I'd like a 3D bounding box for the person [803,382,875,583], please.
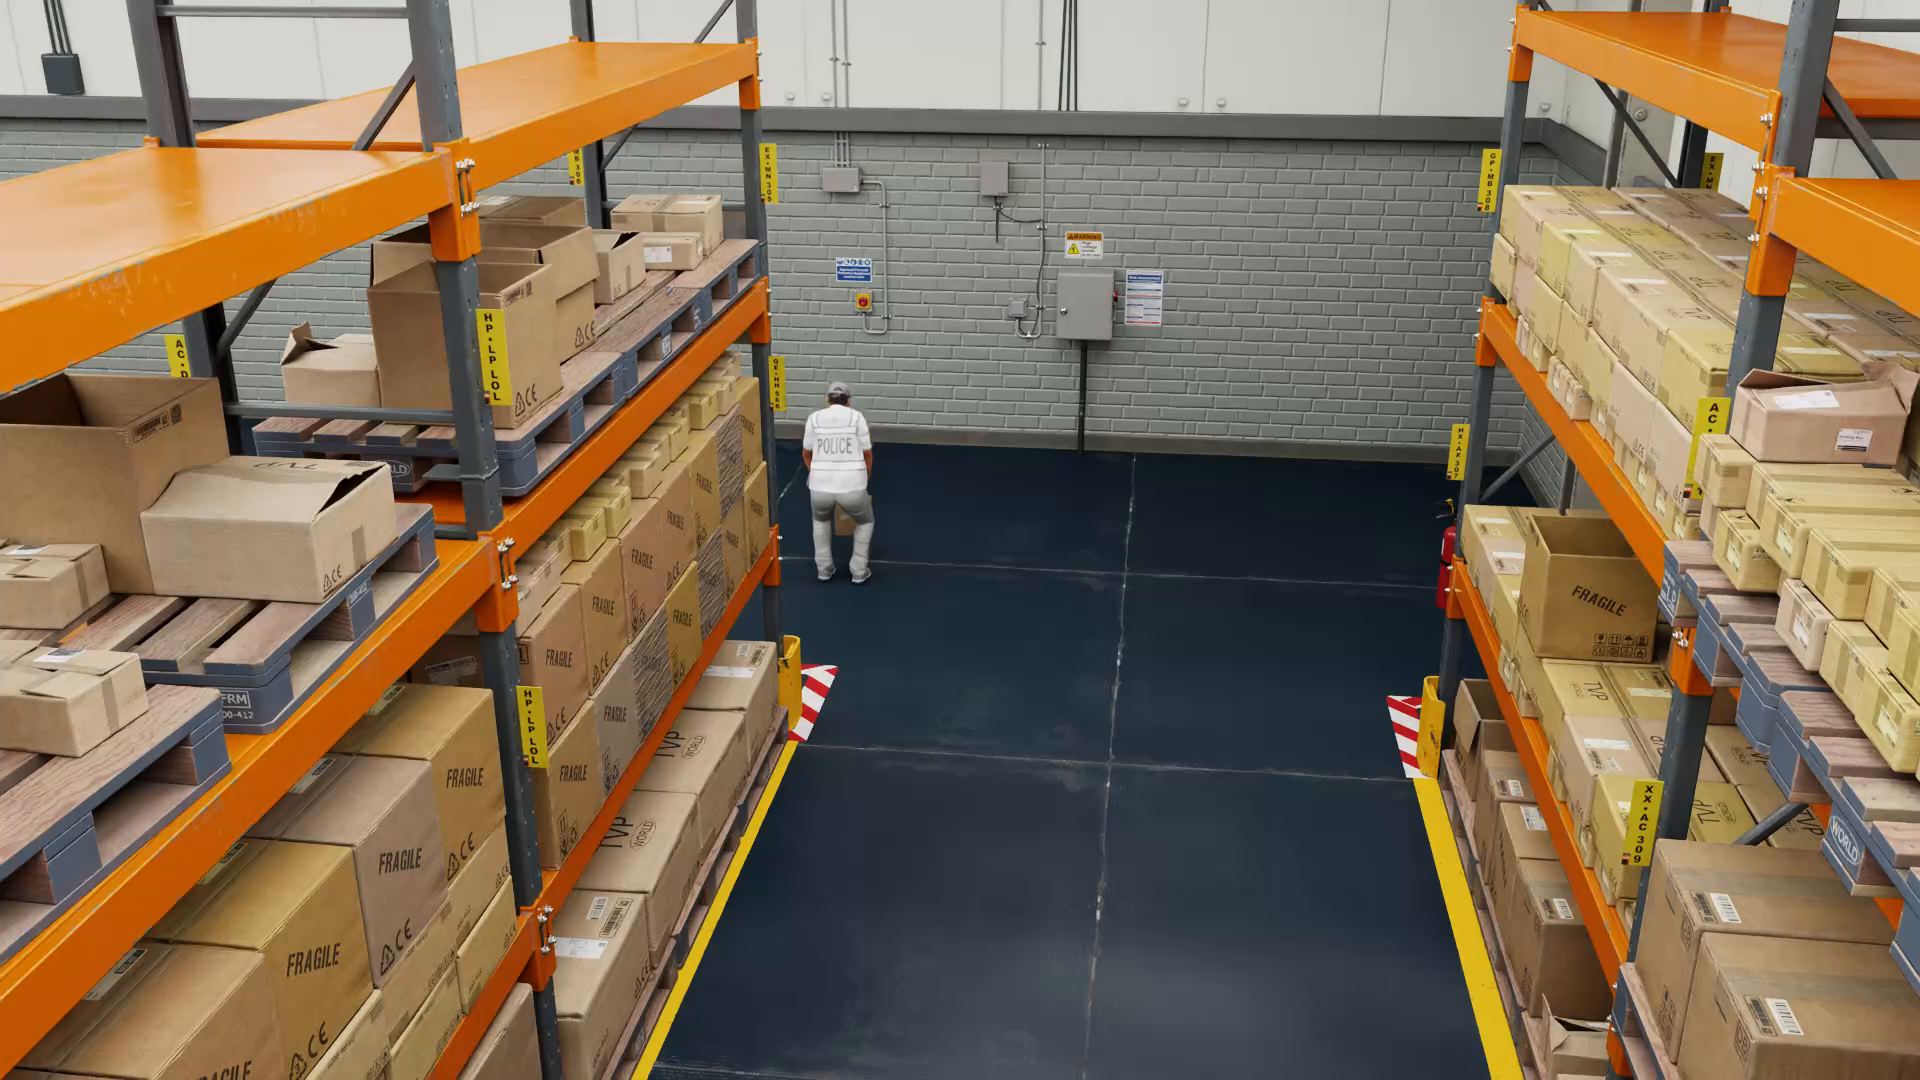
[{"bbox_3d":[-0.917,-0.413,12.411,0.528,1.480,0.652,3,21,7],"label":"person"}]
